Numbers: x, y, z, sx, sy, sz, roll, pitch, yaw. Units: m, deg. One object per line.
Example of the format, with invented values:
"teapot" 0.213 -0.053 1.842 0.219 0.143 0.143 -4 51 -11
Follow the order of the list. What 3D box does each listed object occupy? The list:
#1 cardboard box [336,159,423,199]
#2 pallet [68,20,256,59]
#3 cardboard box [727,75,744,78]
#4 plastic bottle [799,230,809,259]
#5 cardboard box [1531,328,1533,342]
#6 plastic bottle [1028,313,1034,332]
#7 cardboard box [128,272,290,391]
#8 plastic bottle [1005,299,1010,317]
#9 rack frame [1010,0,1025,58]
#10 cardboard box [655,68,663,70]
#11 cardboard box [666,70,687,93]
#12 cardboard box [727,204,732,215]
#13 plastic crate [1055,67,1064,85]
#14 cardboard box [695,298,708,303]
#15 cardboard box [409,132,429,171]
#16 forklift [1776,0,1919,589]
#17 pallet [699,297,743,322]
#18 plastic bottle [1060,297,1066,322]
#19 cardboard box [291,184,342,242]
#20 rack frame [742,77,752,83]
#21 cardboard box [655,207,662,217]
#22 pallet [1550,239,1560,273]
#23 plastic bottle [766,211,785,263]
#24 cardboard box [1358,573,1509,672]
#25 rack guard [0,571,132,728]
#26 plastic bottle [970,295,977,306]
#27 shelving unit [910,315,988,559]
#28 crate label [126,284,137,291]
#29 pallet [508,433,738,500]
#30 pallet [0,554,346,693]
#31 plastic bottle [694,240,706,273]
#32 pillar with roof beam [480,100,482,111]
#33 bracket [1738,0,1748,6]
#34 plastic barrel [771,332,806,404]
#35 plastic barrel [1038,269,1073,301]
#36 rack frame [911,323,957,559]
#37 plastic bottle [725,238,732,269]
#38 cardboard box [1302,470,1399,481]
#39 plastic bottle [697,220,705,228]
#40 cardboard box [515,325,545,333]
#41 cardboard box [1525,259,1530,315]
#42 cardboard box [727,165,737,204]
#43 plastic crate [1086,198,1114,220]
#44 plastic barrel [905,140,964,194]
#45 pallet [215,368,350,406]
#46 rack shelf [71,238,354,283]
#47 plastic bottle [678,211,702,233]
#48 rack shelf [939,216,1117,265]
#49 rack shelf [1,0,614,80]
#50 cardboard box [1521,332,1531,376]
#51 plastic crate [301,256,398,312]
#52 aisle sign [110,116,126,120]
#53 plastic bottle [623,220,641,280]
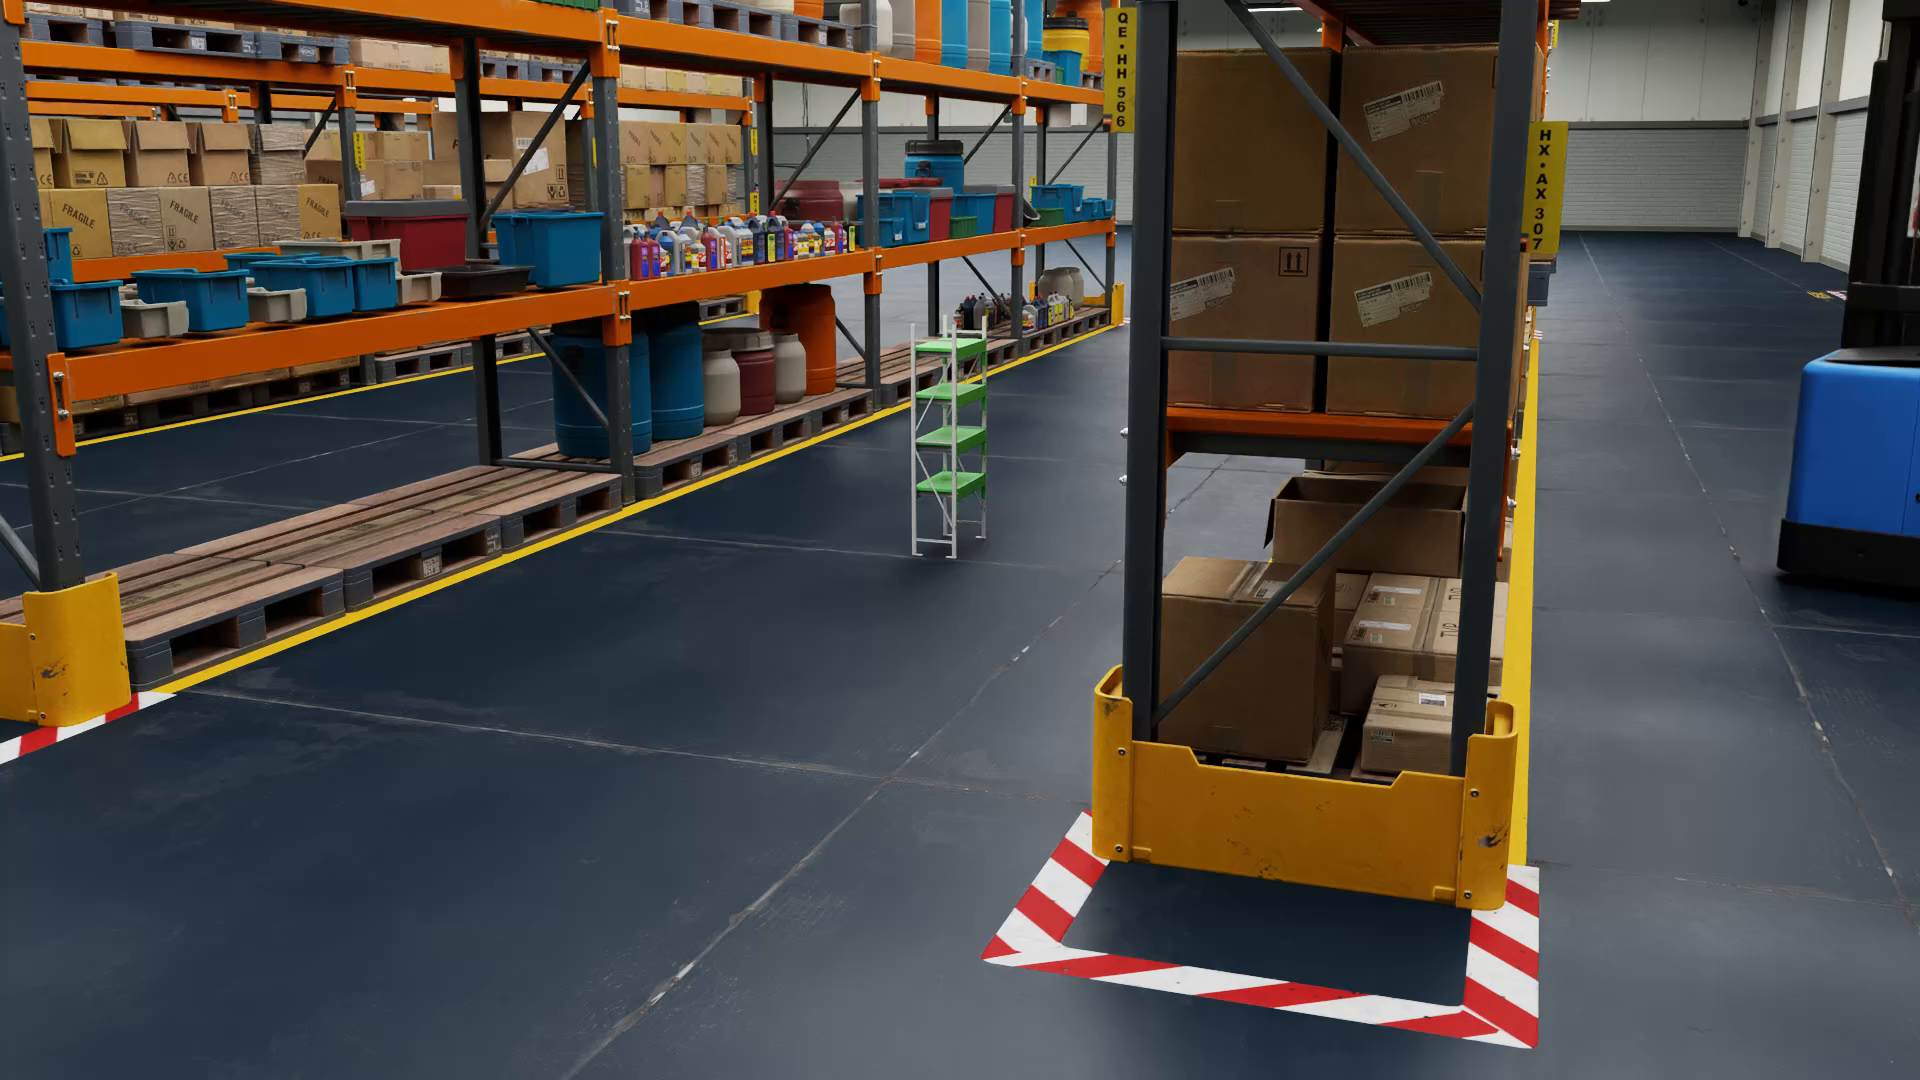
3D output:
"cardboard box" -5.604 -3.400 15.975 0.700 0.500 0.500 7 14 27
"pallet" -6.344 -3.900 13.019 1.003 0.211 1.213 5 14 21
"cardboard box" -3.033 -6.092 21.639 0.380 0.149 0.250 4 14 18
"plastic bottle" -1.154 -2.162 12.165 0.097 0.201 0.097 0 13 0
"cardboard box" 5.610 -2.183 17.047 0.500 0.250 0.500 4 14 18
"plastic bottle" 0.738 -2.319 17.708 0.097 0.201 0.097 0 13 0
"cardboard box" -6.365 -1.743 13.715 1.225 0.875 0.875 4 14 19
"plastic bottle" 0.534 -2.702 19.385 0.097 0.201 0.097 0 13 0
"rack frame" 0.154 -6.316 16.435 1.000 3.000 0.127 4 14 18
"cardboard box" -3.749 -5.655 19.721 0.380 0.149 0.250 4 13 17
"cardboard box" -3.644 -5.540 20.116 0.500 0.250 0.500 4 13 17
"cardboard box" -3.216 -4.340 21.825 0.380 0.149 0.250 4 14 18
"plastic crate" 0.922 -5.062 18.162 0.336 0.188 0.450 4 14 18
"cardboard box" -3.617 -3.317 21.453 0.500 0.500 0.500 9 15 33
"cardboard box" -8.055 -5.492 23.546 0.875 0.550 0.550 4 14 18
"forklift" 5.260 -1.414 8.596 1.130 2.935 3.031 10 16 36
"pallet" -3.559 -3.046 21.857 1.003 0.211 1.213 4 14 18
"plastic bottle" 1.117 -2.621 18.862 0.152 0.276 0.135 4 13 17
"cardboard box" -5.752 -2.832 14.431 0.500 0.500 0.500 5 14 20
"rack frame" -3.238 -7.514 21.688 1.000 3.000 0.127 4 14 18
"cardboard box" -3.797 -3.913 19.957 0.380 0.149 0.250 4 14 18
"pallet" 3.393 -1.950 11.221 1.213 0.211 1.003 4 14 18
"plastic bottle" -1.328 -2.137 11.723 0.144 0.351 0.185 4 14 18
"cardboard box" 1.725 0.315 6.059 0.500 0.250 0.500 4 14 18
"rack guard" -3.724 0.361 6.285 1.175 0.500 0.348 4 14 18
"plastic bottle" 0.152 -2.511 18.211 0.144 0.351 0.185 4 13 16
"shelving unit" -0.054 -0.550 8.702 0.258 1.200 0.503 4 14 18
"crate label" -3.461 -1.070 7.392 0.396 0.136 0.243 4 14 18
"pallet" -2.145 -0.506 10.732 1.003 0.211 1.213 4 14 18
"pallet" -3.425 0.325 7.092 1.003 0.211 1.213 4 14 18
"plastic bottle" -1.679 -1.820 10.667 0.097 0.201 0.097 0 13 0
"pillar with roof beam" -8.493 -11.983 41.265 9.100 9.000 0.400 4 14 18
"bracket" 21.687 -14.918 46.037 0.235 0.232 0.430 4 14 18
"plastic barrel" -1.380 -1.311 12.637 0.421 0.512 0.421 0 13 0
"plastic barrel" 1.146 -2.975 19.929 0.421 0.512 0.421 0 13 0
"rack frame" -0.133 -0.499 8.477 0.240 1.200 0.015 4 14 18
"plastic bottle" -1.561 -1.897 11.004 0.097 0.201 0.097 0 13 0
"cardboard box" 1.911 -0.180 8.088 0.500 0.311 0.500 4 14 18
"plastic bottle" -1.917 -2.221 12.269 0.097 0.271 0.097 0 13 0
"cardboard box" -4.923 -2.516 17.901 0.700 0.500 0.500 4 14 18
"cardboard box" 2.167 -1.165 7.128 0.500 0.500 0.500 5 14 20
"cardboard box" -3.442 -4.669 21.812 0.875 0.500 0.500 4 14 18
"plastic crate" 1.570 -4.034 20.253 0.499 0.251 0.616 4 14 18
"plastic barrel" -0.257 -3.576 16.786 0.600 0.901 0.708 4 14 18
"pallet" -6.153 -1.385 14.582 1.003 0.211 1.213 4 14 18
"rack shelf" -6.474 -2.133 13.210 1.077 0.370 4.000 4 14 18
"plastic bottle" -1.902 -2.149 11.772 0.144 0.351 0.185 4 14 18
"rack shelf" 0.801 -3.461 19.028 1.077 0.370 4.000 4 14 18
"rack shelf" -3.081 -2.397 7.624 1.077 0.370 4.000 4 14 18
"cardboard box" 3.993 -1.418 12.434 0.500 0.311 0.500 5 14 20
"plastic crate" -2.814 -1.180 7.660 0.416 0.233 0.300 4 14 18
"aisle sign" -12.888 -6.606 25.347 0.394 0.787 0.004 4 14 18
"plastic bottle" -2.000 -1.742 9.988 0.144 0.351 0.185 4 14 18
